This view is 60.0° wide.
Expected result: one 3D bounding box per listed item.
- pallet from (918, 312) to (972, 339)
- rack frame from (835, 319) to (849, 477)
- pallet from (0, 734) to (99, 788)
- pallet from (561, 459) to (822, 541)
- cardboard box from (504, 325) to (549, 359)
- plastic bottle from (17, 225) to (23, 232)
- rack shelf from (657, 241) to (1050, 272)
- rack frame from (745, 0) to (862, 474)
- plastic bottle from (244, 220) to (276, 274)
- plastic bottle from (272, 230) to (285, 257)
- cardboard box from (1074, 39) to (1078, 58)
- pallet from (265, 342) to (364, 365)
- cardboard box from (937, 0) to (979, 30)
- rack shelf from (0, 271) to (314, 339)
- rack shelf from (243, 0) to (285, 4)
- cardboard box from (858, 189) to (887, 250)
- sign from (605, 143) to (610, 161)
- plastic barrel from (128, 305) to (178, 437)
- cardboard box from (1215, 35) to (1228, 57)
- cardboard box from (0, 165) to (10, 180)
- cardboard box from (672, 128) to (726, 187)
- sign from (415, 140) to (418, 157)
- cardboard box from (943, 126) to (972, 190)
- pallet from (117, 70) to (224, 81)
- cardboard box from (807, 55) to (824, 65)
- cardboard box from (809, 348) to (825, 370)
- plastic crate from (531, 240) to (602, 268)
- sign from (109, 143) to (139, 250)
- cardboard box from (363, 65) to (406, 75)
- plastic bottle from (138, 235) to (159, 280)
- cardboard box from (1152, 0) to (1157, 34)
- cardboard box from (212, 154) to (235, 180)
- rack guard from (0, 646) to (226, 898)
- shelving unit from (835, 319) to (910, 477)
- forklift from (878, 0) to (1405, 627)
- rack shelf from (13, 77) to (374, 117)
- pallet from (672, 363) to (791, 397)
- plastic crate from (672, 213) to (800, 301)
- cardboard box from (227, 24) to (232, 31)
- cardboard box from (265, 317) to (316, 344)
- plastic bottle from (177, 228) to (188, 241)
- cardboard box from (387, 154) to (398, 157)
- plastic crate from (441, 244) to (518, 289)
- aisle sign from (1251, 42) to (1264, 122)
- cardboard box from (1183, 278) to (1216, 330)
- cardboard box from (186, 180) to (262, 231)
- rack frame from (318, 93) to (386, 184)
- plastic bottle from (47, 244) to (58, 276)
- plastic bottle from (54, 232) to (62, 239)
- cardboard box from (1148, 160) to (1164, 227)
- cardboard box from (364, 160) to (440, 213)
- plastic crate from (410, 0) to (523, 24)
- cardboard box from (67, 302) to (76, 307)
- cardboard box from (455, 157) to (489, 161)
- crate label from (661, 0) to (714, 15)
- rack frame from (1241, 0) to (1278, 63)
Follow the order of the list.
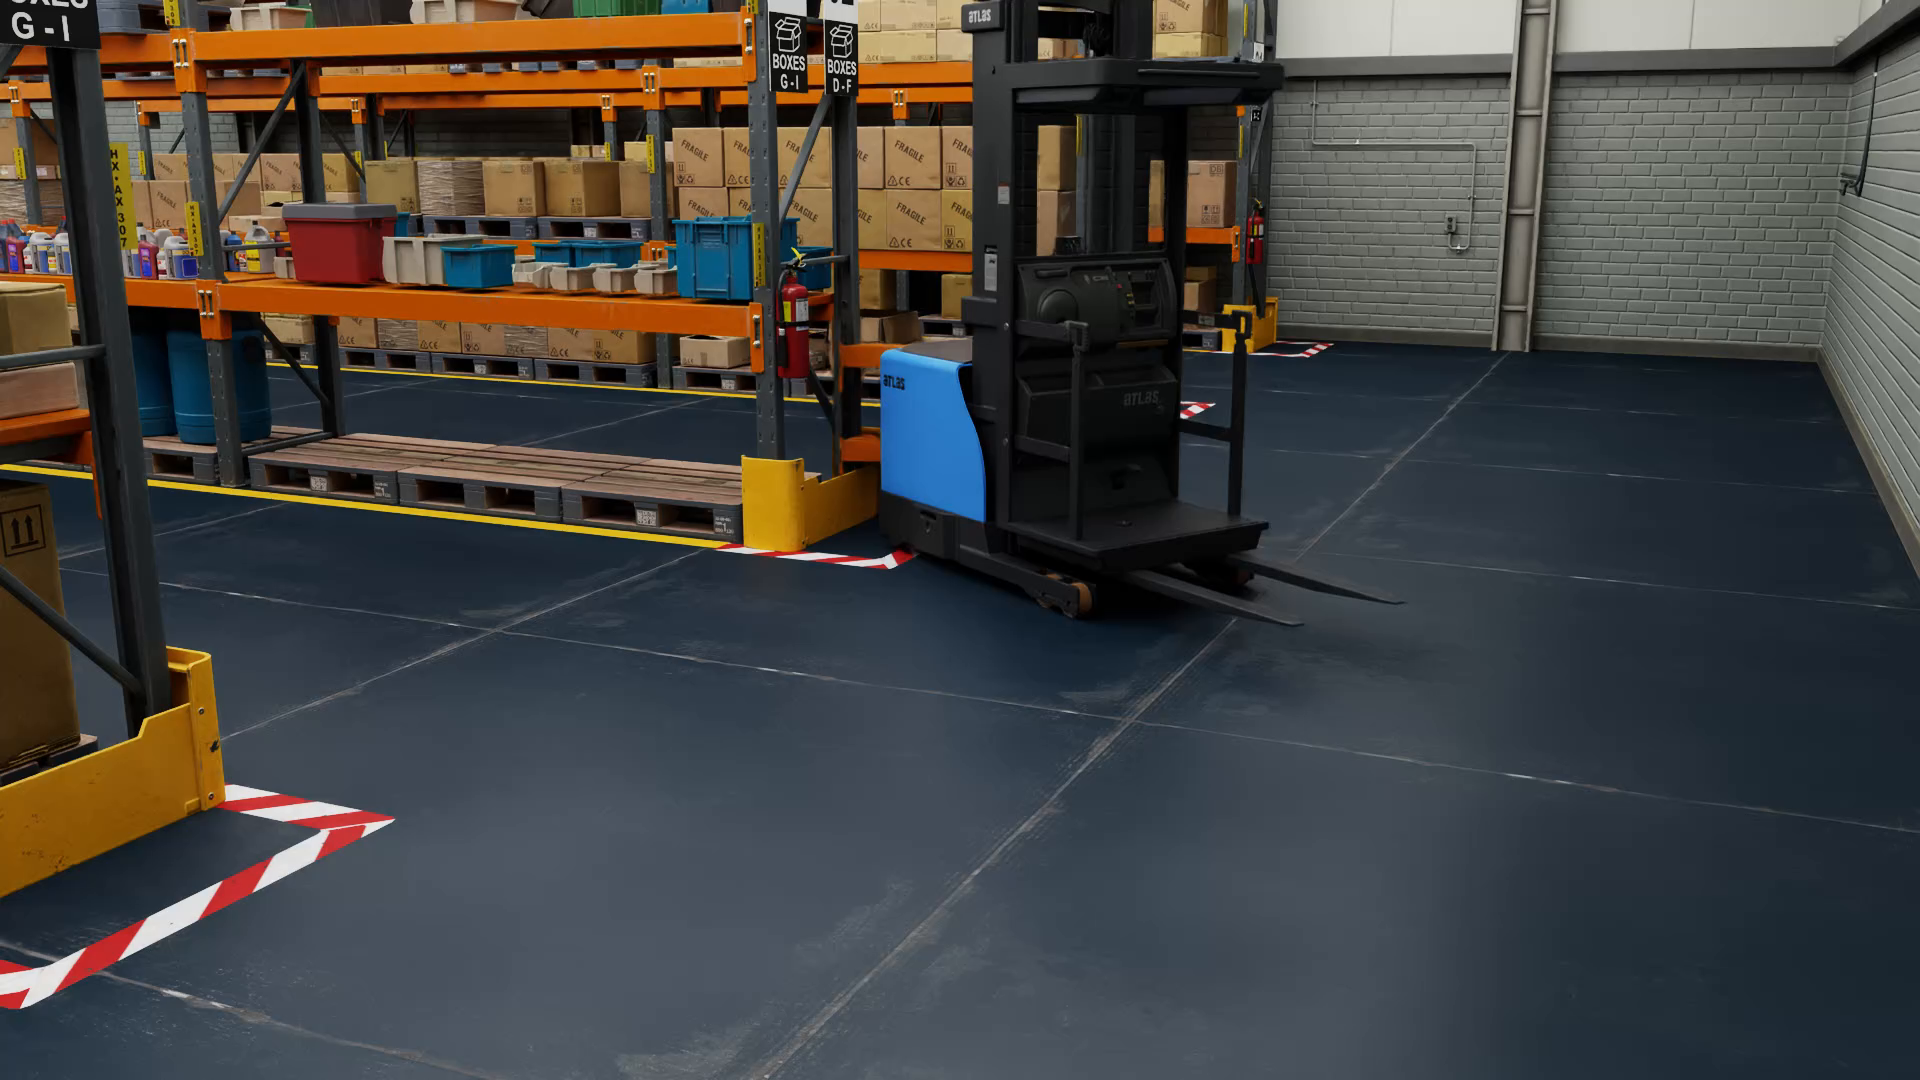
[{"bbox_3d":[0.180,-2.522,19.539,1.213,0.211,1.003,6,14,23],"label":"pallet"},{"bbox_3d":[-0.676,-0.728,9.737,0.032,1.125,0.500,1,8,5],"label":"rack frame"},{"bbox_3d":[-3.608,0.808,5.350,1.213,0.211,1.003,6,14,23],"label":"pallet"},{"bbox_3d":[-1.577,-0.253,9.873,1.213,0.211,1.003,6,14,23],"label":"pallet"},{"bbox_3d":[-3.961,-2.008,15.754,0.500,0.500,0.500,6,14,24],"label":"cardboard box"},{"bbox_3d":[-6.946,-2.184,12.277,0.097,0.271,0.097,0,13,0],"label":"plastic bottle"},{"bbox_3d":[-0.658,-2.396,14.473,4.000,0.370,1.077,6,14,23],"label":"rack shelf"},{"bbox_3d":[-0.839,-1.527,9.194,0.127,3.000,1.000,6,14,23],"label":"rack frame"},{"bbox_3d":[-4.724,-1.977,11.220,0.185,0.351,0.144,6,14,23],"label":"plastic bottle"},{"bbox_3d":[-4.659,-1.963,11.309,0.133,0.283,0.061,6,14,23],"label":"plastic bottle"},{"bbox_3d":[0.804,-4.049,13.705,0.500,0.250,0.500,6,14,23],"label":"cardboard box"},{"bbox_3d":[-6.881,-2.028,17.434,1.213,0.211,1.003,6,14,23],"label":"pallet"},{"bbox_3d":[0.140,-4.232,13.392,0.500,0.250,0.500,6,14,23],"label":"cardboard box"},{"bbox_3d":[-6.325,-1.731,11.642,4.000,0.370,1.077,6,14,23],"label":"rack shelf"},{"bbox_3d":[-9.627,-7.460,22.931,4.000,0.370,1.077,6,14,23],"label":"rack shelf"},{"bbox_3d":[-0.740,-2.735,14.127,0.500,0.500,0.500,6,14,22],"label":"cardboard box"},{"bbox_3d":[-4.352,-4.747,20.557,0.005,0.325,0.100,6,14,23],"label":"sign"},{"bbox_3d":[-5.634,-1.199,11.472,0.708,0.901,0.600,6,14,23],"label":"plastic barrel"},{"bbox_3d":[2.605,-5.355,18.134,0.500,0.250,0.500,7,15,26],"label":"cardboard box"},{"bbox_3d":[-10.362,-4.039,18.264,0.250,0.149,0.380,5,14,22],"label":"cardboard box"},{"bbox_3d":[-2.170,-3.364,14.617,0.500,0.500,0.500,6,15,25],"label":"cardboard box"},{"bbox_3d":[-7.577,-5.386,23.108,0.005,0.325,0.100,6,14,23],"label":"sign"},{"bbox_3d":[0.190,-3.127,13.605,0.500,0.500,0.500,6,15,25],"label":"cardboard box"},{"bbox_3d":[-7.824,-4.816,17.062,1.213,0.211,1.003,7,15,26],"label":"pallet"},{"bbox_3d":[-1.230,-4.128,14.042,0.500,0.250,0.500,6,14,23],"label":"cardboard box"},{"bbox_3d":[-1.396,-1.604,14.762,0.250,0.166,0.380,6,14,23],"label":"cardboard box"},{"bbox_3d":[-2.410,-1.715,10.234,0.300,0.233,0.416,6,14,23],"label":"plastic crate"},{"bbox_3d":[-2.615,-1.067,5.169,0.005,0.325,0.100,6,14,23],"label":"sign"},{"bbox_3d":[-5.265,-4.729,16.059,0.500,0.500,0.910,6,14,23],"label":"cardboard box"},{"bbox_3d":[-5.218,-1.821,10.703,0.133,0.283,0.061,6,14,23],"label":"plastic bottle"},{"bbox_3d":[1.941,-5.661,17.795,0.500,0.500,0.500,6,15,25],"label":"cardboard box"},{"bbox_3d":[-10.223,-5.174,23.382,0.500,0.500,0.500,5,14,21],"label":"cardboard box"},{"bbox_3d":[-2.823,0.727,5.062,0.348,0.500,1.175,6,14,23],"label":"rack guard"},{"bbox_3d":[-0.169,-0.718,9.691,1.048,1.125,0.538,1,8,5],"label":"shelving unit"},{"bbox_3d":[0.795,-1.190,7.910,1.130,2.935,3.031,-9,16,-33],"label":"forklift"},{"bbox_3d":[-7.972,-4.596,17.285,4.000,0.370,1.077,6,14,23],"label":"rack shelf"},{"bbox_3d":[-1.859,-1.509,15.226,1.213,0.211,1.003,6,14,23],"label":"pallet"},{"bbox_3d":[-1.221,-1.565,9.149,0.499,0.435,0.616,6,14,23],"label":"plastic crate"},{"bbox_3d":[-10.290,-6.893,23.048,0.500,0.500,0.500,6,15,25],"label":"cardboard box"},{"bbox_3d":[-6.724,-2.165,17.013,0.500,0.250,0.500,6,15,25],"label":"cardboard box"},{"bbox_3d":[-5.471,-2.045,11.659,0.133,0.283,0.061,6,14,23],"label":"plastic bottle"},{"bbox_3d":[-8.143,-5.095,23.045,0.500,0.500,0.500,5,14,22],"label":"cardboard box"},{"bbox_3d":[-2.821,-1.611,9.788,0.300,0.233,0.416,6,14,23],"label":"plastic crate"},{"bbox_3d":[3.118,-4.792,17.420,0.004,0.787,0.394,6,14,23],"label":"aisle sign"},{"bbox_3d":[2.493,-2.627,18.437,0.500,0.500,0.700,6,14,23],"label":"cardboard box"},{"bbox_3d":[-7.685,-3.502,17.392,0.500,0.500,0.500,5,14,20],"label":"cardboard box"},{"bbox_3d":[-6.144,-3.301,16.756,0.127,3.000,1.000,6,14,23],"label":"rack frame"},{"bbox_3d":[-6.023,-1.867,11.079,0.097,0.201,0.097,0,13,0],"label":"plastic bottle"},{"bbox_3d":[-6.084,-1.945,11.260,0.097,0.271,0.097,0,13,0],"label":"plastic bottle"},{"bbox_3d":[2.033,-3.852,18.448,0.700,0.700,0.980,6,14,23],"label":"cardboard box"},{"bbox_3d":[-5.522,-3.519,16.549,0.500,0.500,0.700,1,13,4],"label":"cardboard box"},{"bbox_3d":[-2.829,-2.998,9.476,0.530,0.136,0.437,6,14,23],"label":"plastic crate"},{"bbox_3d":[-9.524,-2.720,18.151,0.500,0.311,0.500,6,14,23],"label":"cardboard box"},{"bbox_3d":[-6.224,-4.807,21.993,0.500,0.500,0.700,8,15,31],"label":"cardboard box"},{"bbox_3d":[-1.552,-3.067,9.520,0.502,0.251,0.408,6,14,23],"label":"crate label"},{"bbox_3d":[3.174,-6.516,17.327,0.127,3.000,1.000,6,14,23],"label":"rack frame"}]
